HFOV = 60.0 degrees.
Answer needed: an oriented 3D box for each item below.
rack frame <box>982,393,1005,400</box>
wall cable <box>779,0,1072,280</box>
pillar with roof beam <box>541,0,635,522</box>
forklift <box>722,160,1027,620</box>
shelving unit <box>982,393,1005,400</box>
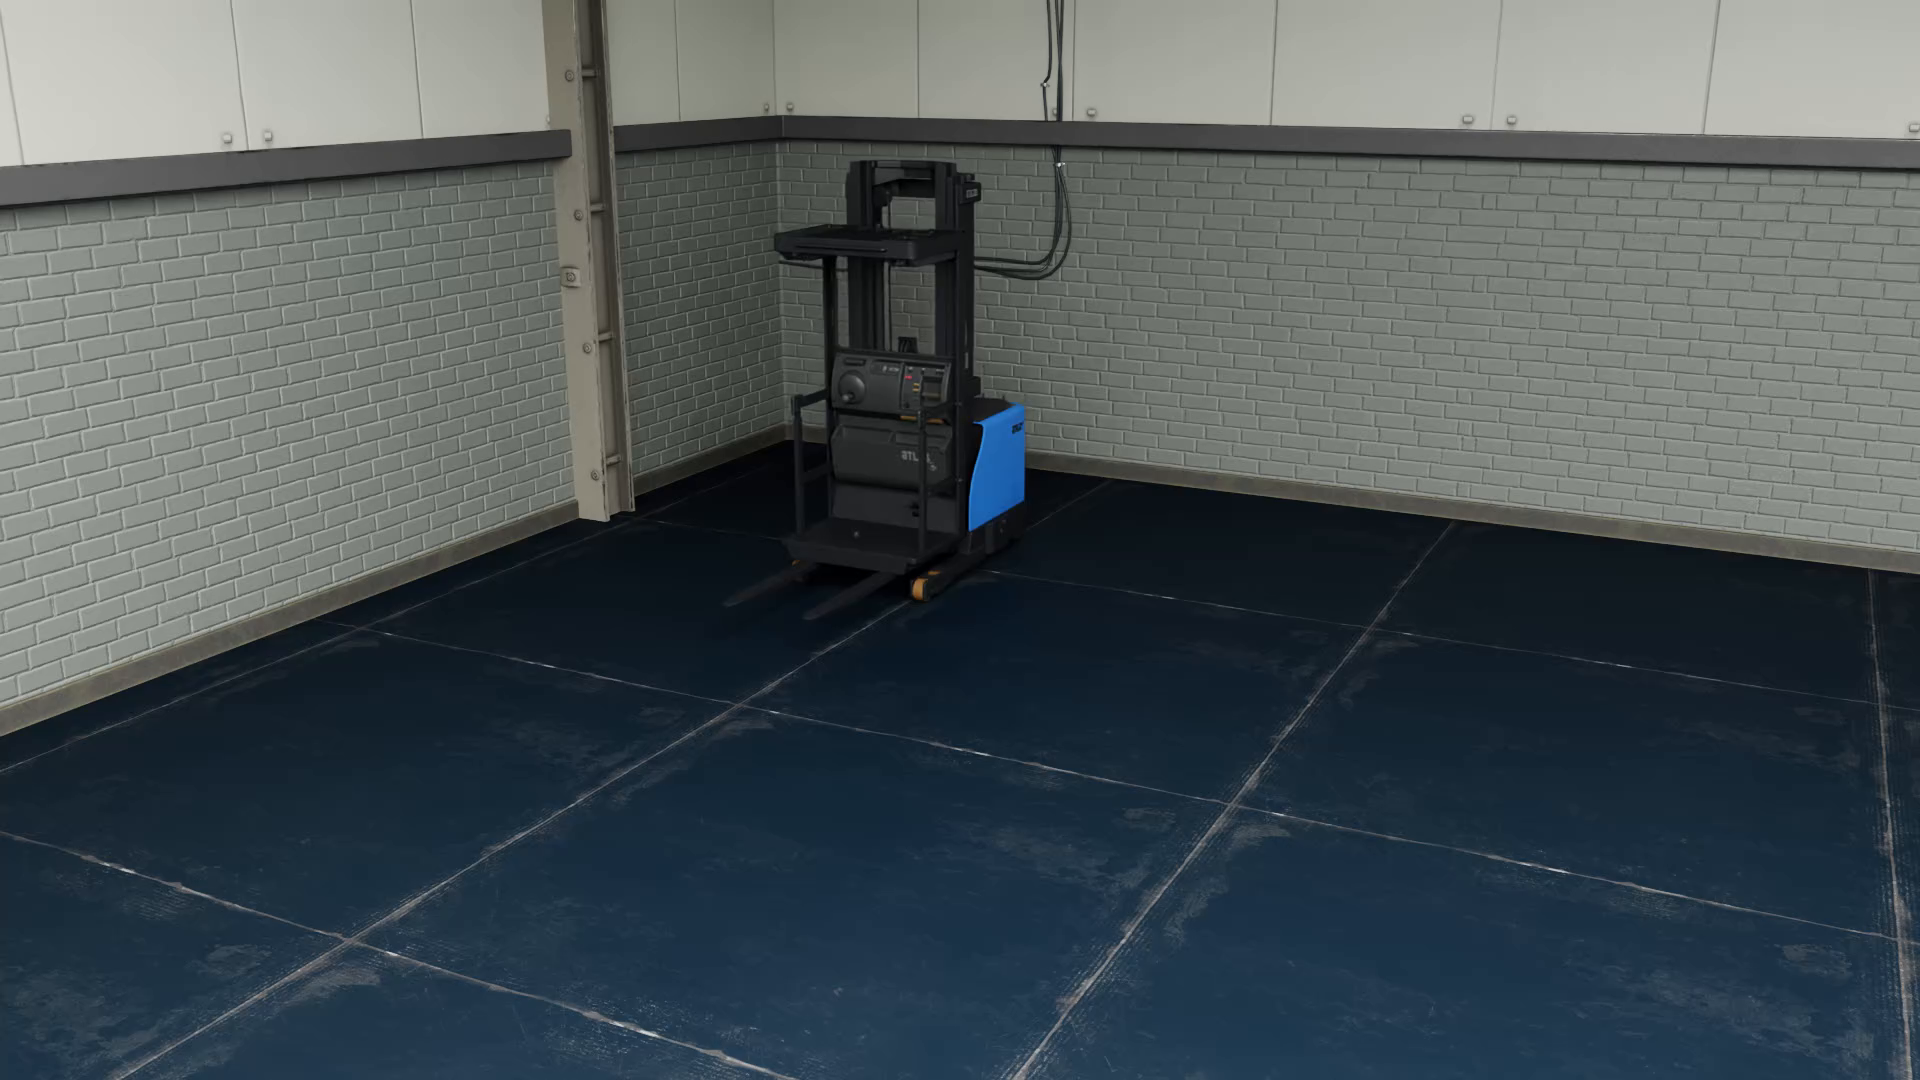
[{"bbox_3d":[0.267,-0.658,13.397,0.200,1.050,0.008,8,18,25],"label":"rack frame"},{"bbox_3d":[-0.429,-3.625,14.879,3.097,2.526,0.112,8,18,25],"label":"wall cable"},{"bbox_3d":[0.923,-3.984,10.633,9.100,9.000,0.400,8,18,25],"label":"pillar with roof beam"},{"bbox_3d":[-0.583,-1.118,11.640,1.130,2.935,3.031,8,18,25],"label":"forklift"},{"bbox_3d":[0.213,-0.627,13.292,0.215,1.050,0.252,8,18,25],"label":"shelving unit"}]
